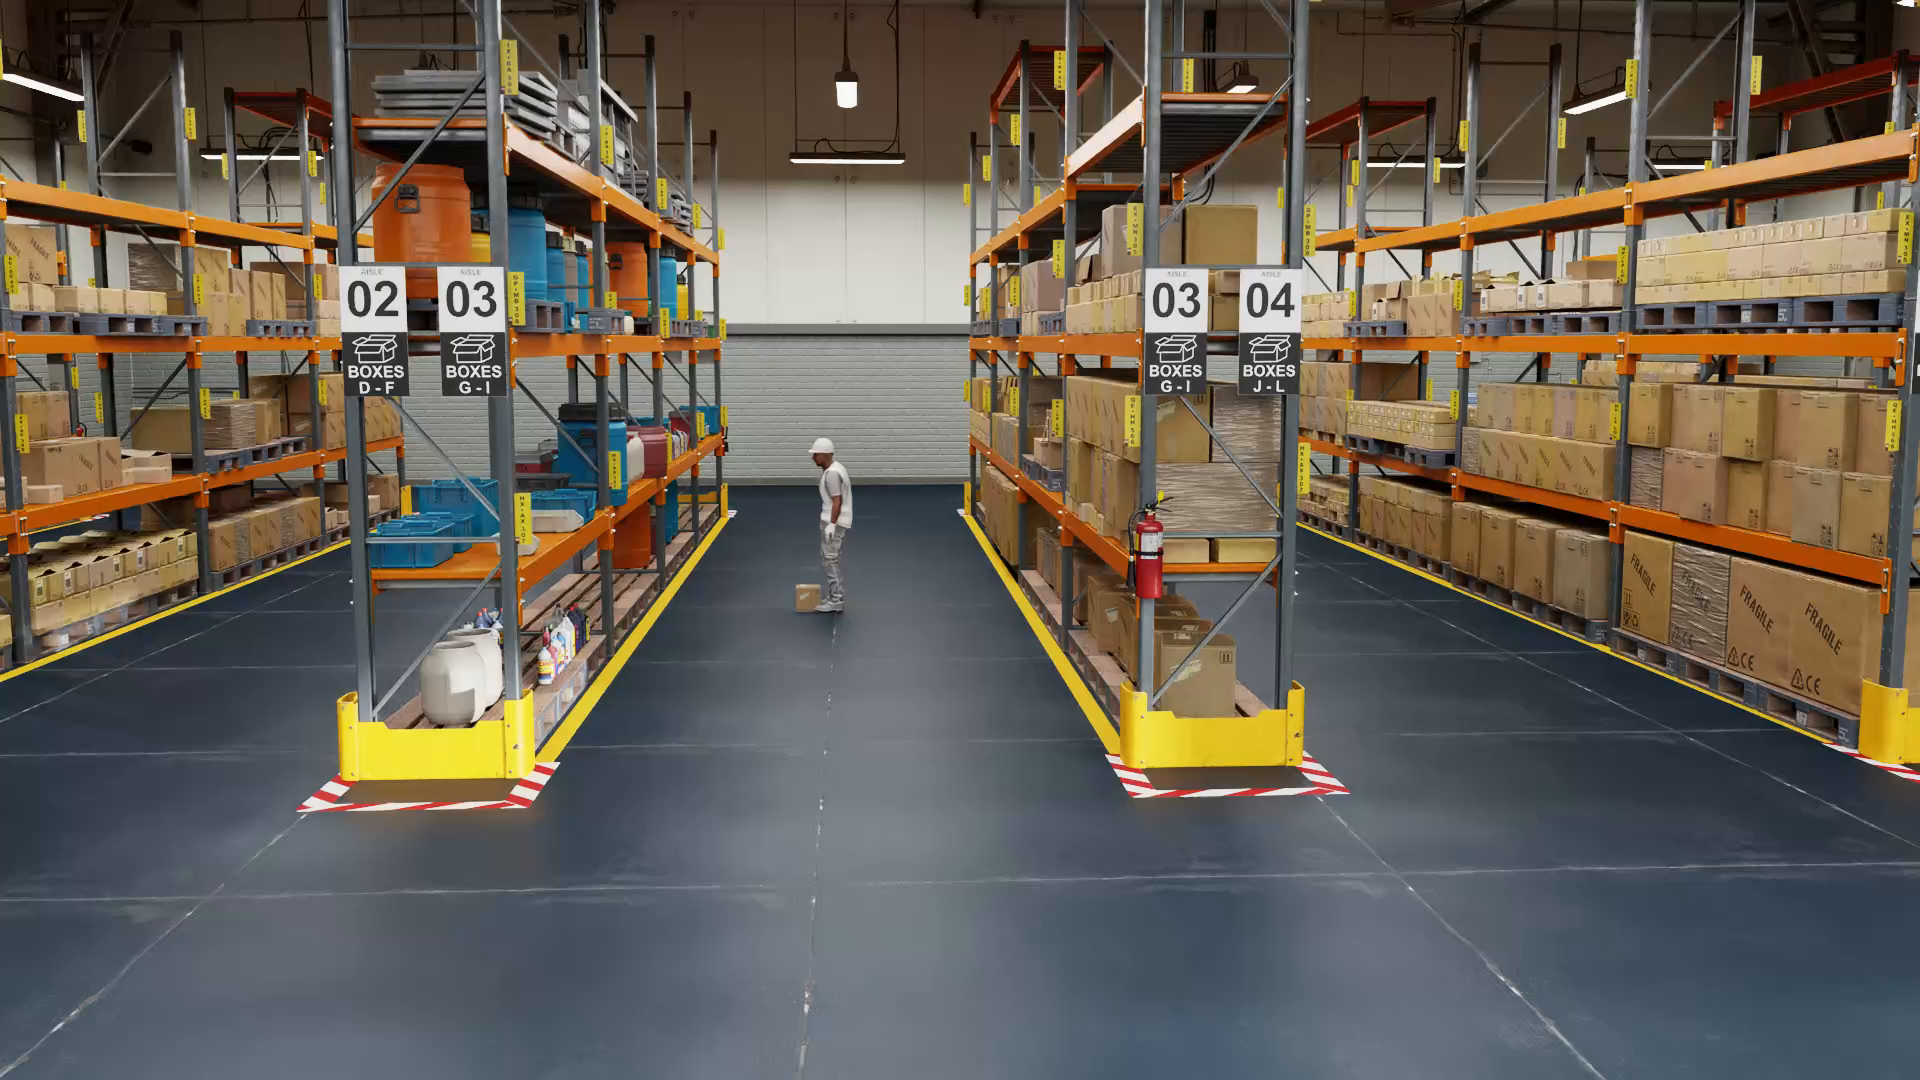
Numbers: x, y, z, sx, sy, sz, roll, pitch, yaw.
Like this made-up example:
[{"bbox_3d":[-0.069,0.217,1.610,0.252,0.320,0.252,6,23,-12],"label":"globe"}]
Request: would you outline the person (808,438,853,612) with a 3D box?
[{"bbox_3d":[-1.329,-0.159,17.046,0.452,1.772,0.616,-1,7,-6],"label":"person"}]
